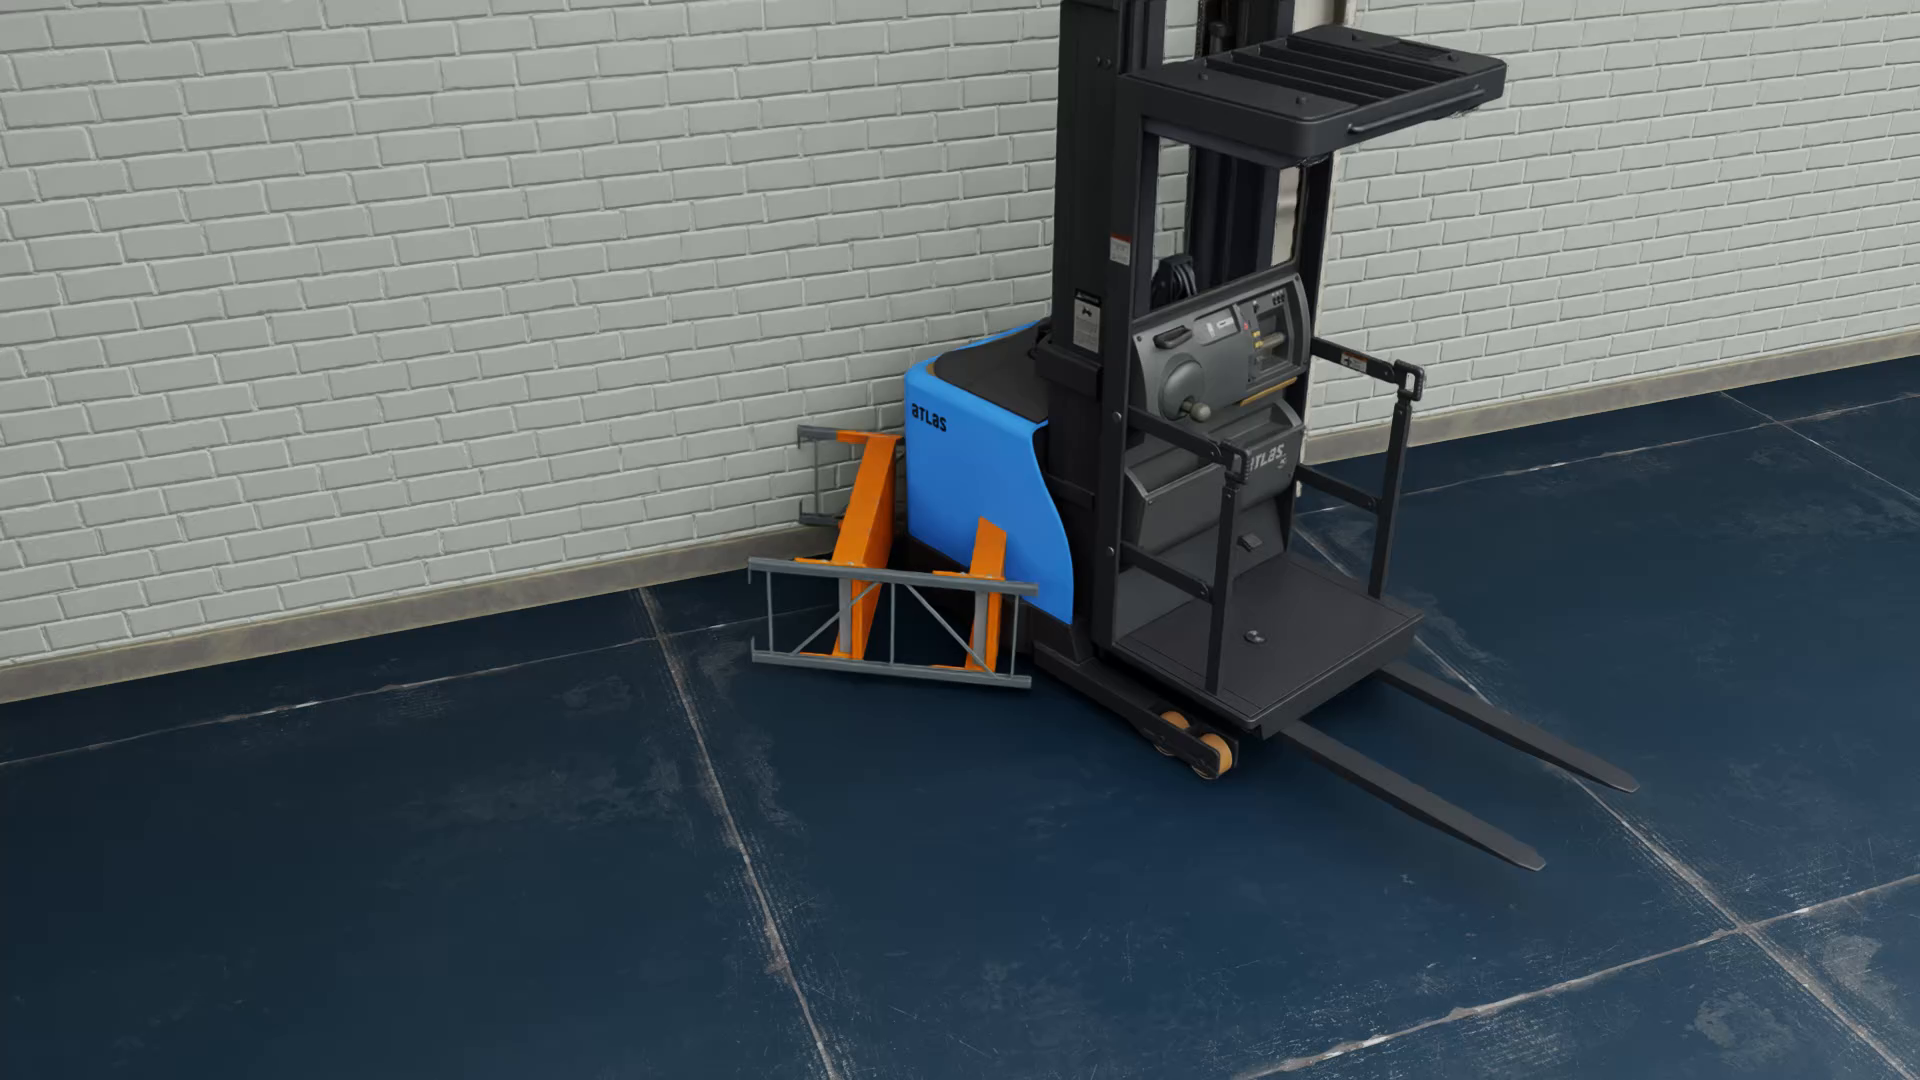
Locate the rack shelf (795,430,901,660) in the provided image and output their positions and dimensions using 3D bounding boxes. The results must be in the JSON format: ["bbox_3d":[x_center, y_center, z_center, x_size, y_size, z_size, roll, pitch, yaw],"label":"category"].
[{"bbox_3d":[-0.456,0.023,6.957,0.278,0.538,1.000,5,34,4],"label":"rack shelf"}]

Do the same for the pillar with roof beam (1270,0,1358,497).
[{"bbox_3d":[2.932,-2.165,2.460,0.400,9.000,9.100,-10,31,-18],"label":"pillar with roof beam"}]

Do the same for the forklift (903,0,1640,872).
[{"bbox_3d":[1.113,-0.670,5.966,1.130,2.935,3.031,-24,37,-36],"label":"forklift"}]

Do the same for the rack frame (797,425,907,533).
[{"bbox_3d":[-0.158,-0.238,7.359,1.125,0.500,0.032,5,34,4],"label":"rack frame"}]

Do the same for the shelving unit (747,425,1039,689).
[{"bbox_3d":[-0.213,0.045,6.940,1.125,0.538,1.048,5,34,4],"label":"shelving unit"}]

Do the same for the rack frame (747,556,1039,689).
[{"bbox_3d":[-0.268,0.329,6.522,1.125,0.500,0.032,5,34,4],"label":"rack frame"}]

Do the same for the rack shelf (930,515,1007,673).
[{"bbox_3d":[0.078,0.072,6.920,0.278,0.538,1.000,5,34,4],"label":"rack shelf"}]
